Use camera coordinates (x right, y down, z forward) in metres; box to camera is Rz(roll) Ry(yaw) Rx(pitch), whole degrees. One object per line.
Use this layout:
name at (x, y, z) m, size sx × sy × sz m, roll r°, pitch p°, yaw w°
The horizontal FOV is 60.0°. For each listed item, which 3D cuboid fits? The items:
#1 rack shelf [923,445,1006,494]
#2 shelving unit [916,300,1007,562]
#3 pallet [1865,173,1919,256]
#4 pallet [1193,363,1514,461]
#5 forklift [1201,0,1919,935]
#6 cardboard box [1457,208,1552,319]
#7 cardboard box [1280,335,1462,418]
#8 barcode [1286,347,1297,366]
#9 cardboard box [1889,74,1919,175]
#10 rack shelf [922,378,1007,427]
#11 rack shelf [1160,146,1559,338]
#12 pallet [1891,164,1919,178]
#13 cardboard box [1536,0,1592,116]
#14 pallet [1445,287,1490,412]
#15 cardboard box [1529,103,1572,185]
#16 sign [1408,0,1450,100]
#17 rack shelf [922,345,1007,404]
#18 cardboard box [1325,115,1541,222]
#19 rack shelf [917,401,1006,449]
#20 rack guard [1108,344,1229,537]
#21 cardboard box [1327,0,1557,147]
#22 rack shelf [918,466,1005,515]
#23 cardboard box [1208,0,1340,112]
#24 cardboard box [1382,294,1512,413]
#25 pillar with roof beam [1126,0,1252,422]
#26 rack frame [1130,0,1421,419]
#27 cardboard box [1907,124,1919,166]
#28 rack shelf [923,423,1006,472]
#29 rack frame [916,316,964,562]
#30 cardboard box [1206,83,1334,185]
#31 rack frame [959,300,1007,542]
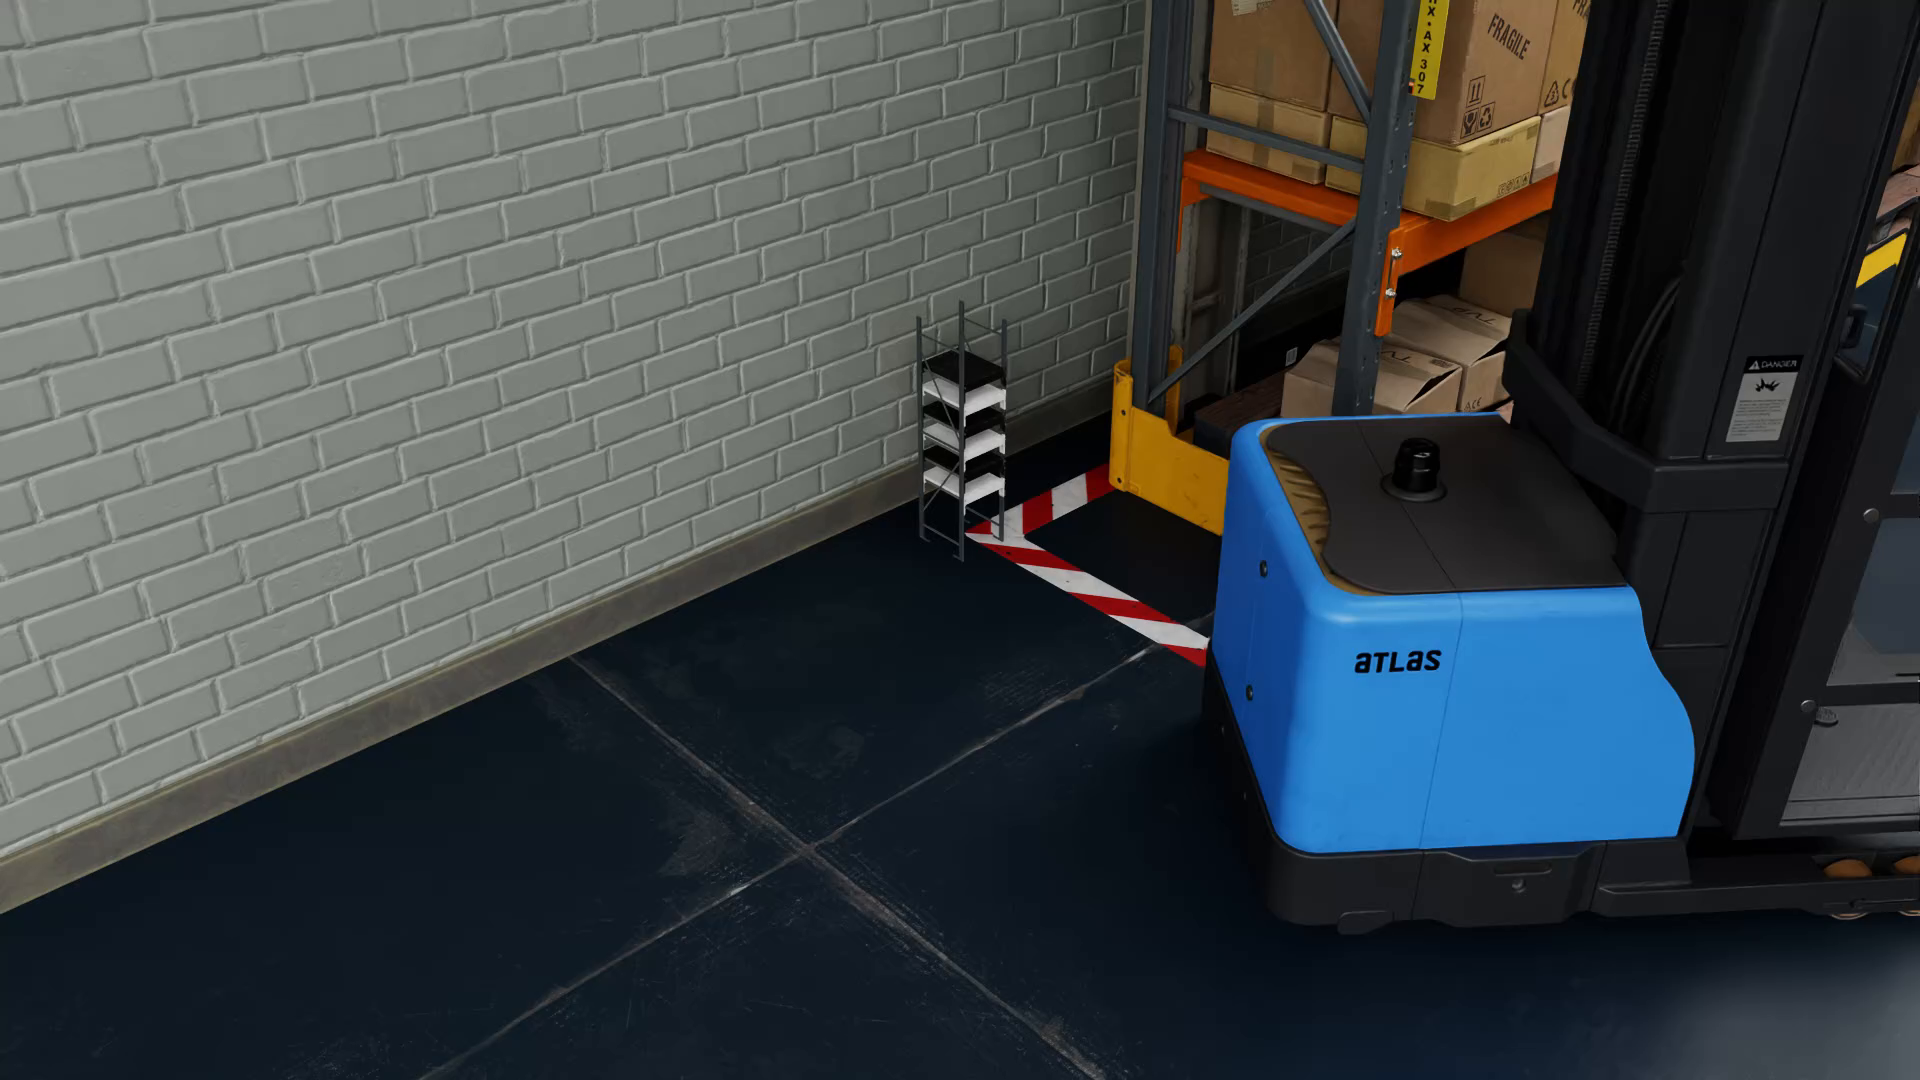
rack shelf at (0.006, -0.282, 6.084) m, size 0.200 × 0.077 × 0.258 m, roll -26°, pitch 40°, yaw -35°
shelving unit at (0.006, -0.387, 6.020) m, size 0.210 × 0.900 × 0.258 m, roll -26°, pitch 40°, yaw -35°
pallet at (4.536, -1.834, 9.046) m, size 1.213 × 0.211 × 1.003 m, roll -26°, pitch 40°, yaw -35°
pallet at (1.708, -0.440, 6.767) m, size 1.213 × 0.211 × 1.003 m, roll -26°, pitch 40°, yaw -35°
forklift at (2.302, -0.487, 4.236) m, size 3.031 × 2.935 × 1.130 m, roll -2°, pitch 32°, yaw -3°
cardboard box at (2.591, -1.103, 7.154) m, size 0.700 × 0.500 × 0.500 m, roll 26°, pitch 40°, yaw 36°
cardboard box at (1.601, -0.579, 6.478) m, size 0.500 × 0.311 × 0.500 m, roll 24°, pitch 39°, yaw 34°
barcode at (1.343, -0.743, 6.736) m, size 0.075 × 0.075 × 0.001 m, roll -26°, pitch 40°, yaw -35°
cardboard box at (4.839, -2.338, 9.172) m, size 0.500 × 0.500 × 0.700 m, roll -27°, pitch 40°, yaw -36°
rack shelf at (0.006, -0.512, 5.943) m, size 0.200 × 0.077 × 0.258 m, roll -26°, pitch 40°, yaw -35°
rack shelf at (2.499, -1.730, 6.894) m, size 4.000 × 0.370 × 1.077 m, roll -26°, pitch 40°, yaw -35°
pallet at (5.431, -2.269, 9.758) m, size 1.213 × 0.211 × 1.003 m, roll -26°, pitch 40°, yaw -35°
cardboard box at (1.956, -1.818, 5.754) m, size 0.500 × 0.500 × 0.500 m, roll -26°, pitch 40°, yaw -35°
pallet at (2.602, -0.870, 7.471) m, size 1.213 × 0.211 × 1.003 m, roll -26°, pitch 40°, yaw -35°
cardboard box at (1.977, -1.514, 5.975) m, size 0.500 × 0.250 × 0.500 m, roll -27°, pitch 41°, yaw -37°
sign at (1.402, -1.490, 4.981) m, size 0.005 × 0.325 × 0.100 m, roll -26°, pitch 40°, yaw -35°
rack shelf at (0.006, -0.589, 5.896) m, size 0.200 × 0.077 × 0.258 m, roll -26°, pitch 40°, yaw -35°
cardboard box at (1.606, -1.324, 5.665) m, size 0.500 × 0.250 × 0.500 m, roll -27°, pitch 41°, yaw -37°
rack shelf at (0.006, -0.435, 5.990) m, size 0.200 × 0.077 × 0.258 m, roll -26°, pitch 40°, yaw -35°
rack guard at (1.088, -0.288, 6.242) m, size 0.348 × 0.500 × 1.175 m, roll -26°, pitch 40°, yaw -35°
cardboard box at (1.587, -1.647, 5.473) m, size 0.500 × 0.500 × 0.500 m, roll -26°, pitch 40°, yaw -35°
rack shelf at (0.006, -0.205, 6.131) m, size 0.200 × 0.077 × 0.258 m, roll -26°, pitch 40°, yaw -35°
cardboard box at (1.234, -1.841, 5.791) m, size 0.500 × 0.500 × 0.500 m, roll -26°, pitch 40°, yaw -36°
cardboard box at (2.019, -0.782, 6.809) m, size 0.500 × 0.311 × 0.500 m, roll -22°, pitch 38°, yaw -32°
pillar with roof beam at (3.885, -2.820, 2.235) m, size 0.400 × 9.000 × 9.100 m, roll -26°, pitch 40°, yaw -35°
rack frame at (1.033, -1.328, 5.546) m, size 0.127 × 3.000 × 1.000 m, roll -26°, pitch 40°, yaw -35°
cardboard box at (5.241, -2.503, 9.443) m, size 0.500 × 0.500 × 0.700 m, roll -25°, pitch 40°, yaw -35°
rack shelf at (0.006, -0.358, 6.037) m, size 0.200 × 0.077 × 0.258 m, roll -26°, pitch 40°, yaw -35°
rack frame at (-0.069, -0.351, 5.961) m, size 0.006 × 0.900 × 0.240 m, roll -26°, pitch 40°, yaw -35°
cardboard box at (1.244, -1.512, 5.973) m, size 0.500 × 0.250 × 0.500 m, roll -25°, pitch 39°, yaw -35°
rack frame at (0.080, -0.423, 6.079) m, size 0.006 × 0.900 × 0.240 m, roll -26°, pitch 40°, yaw -35°
